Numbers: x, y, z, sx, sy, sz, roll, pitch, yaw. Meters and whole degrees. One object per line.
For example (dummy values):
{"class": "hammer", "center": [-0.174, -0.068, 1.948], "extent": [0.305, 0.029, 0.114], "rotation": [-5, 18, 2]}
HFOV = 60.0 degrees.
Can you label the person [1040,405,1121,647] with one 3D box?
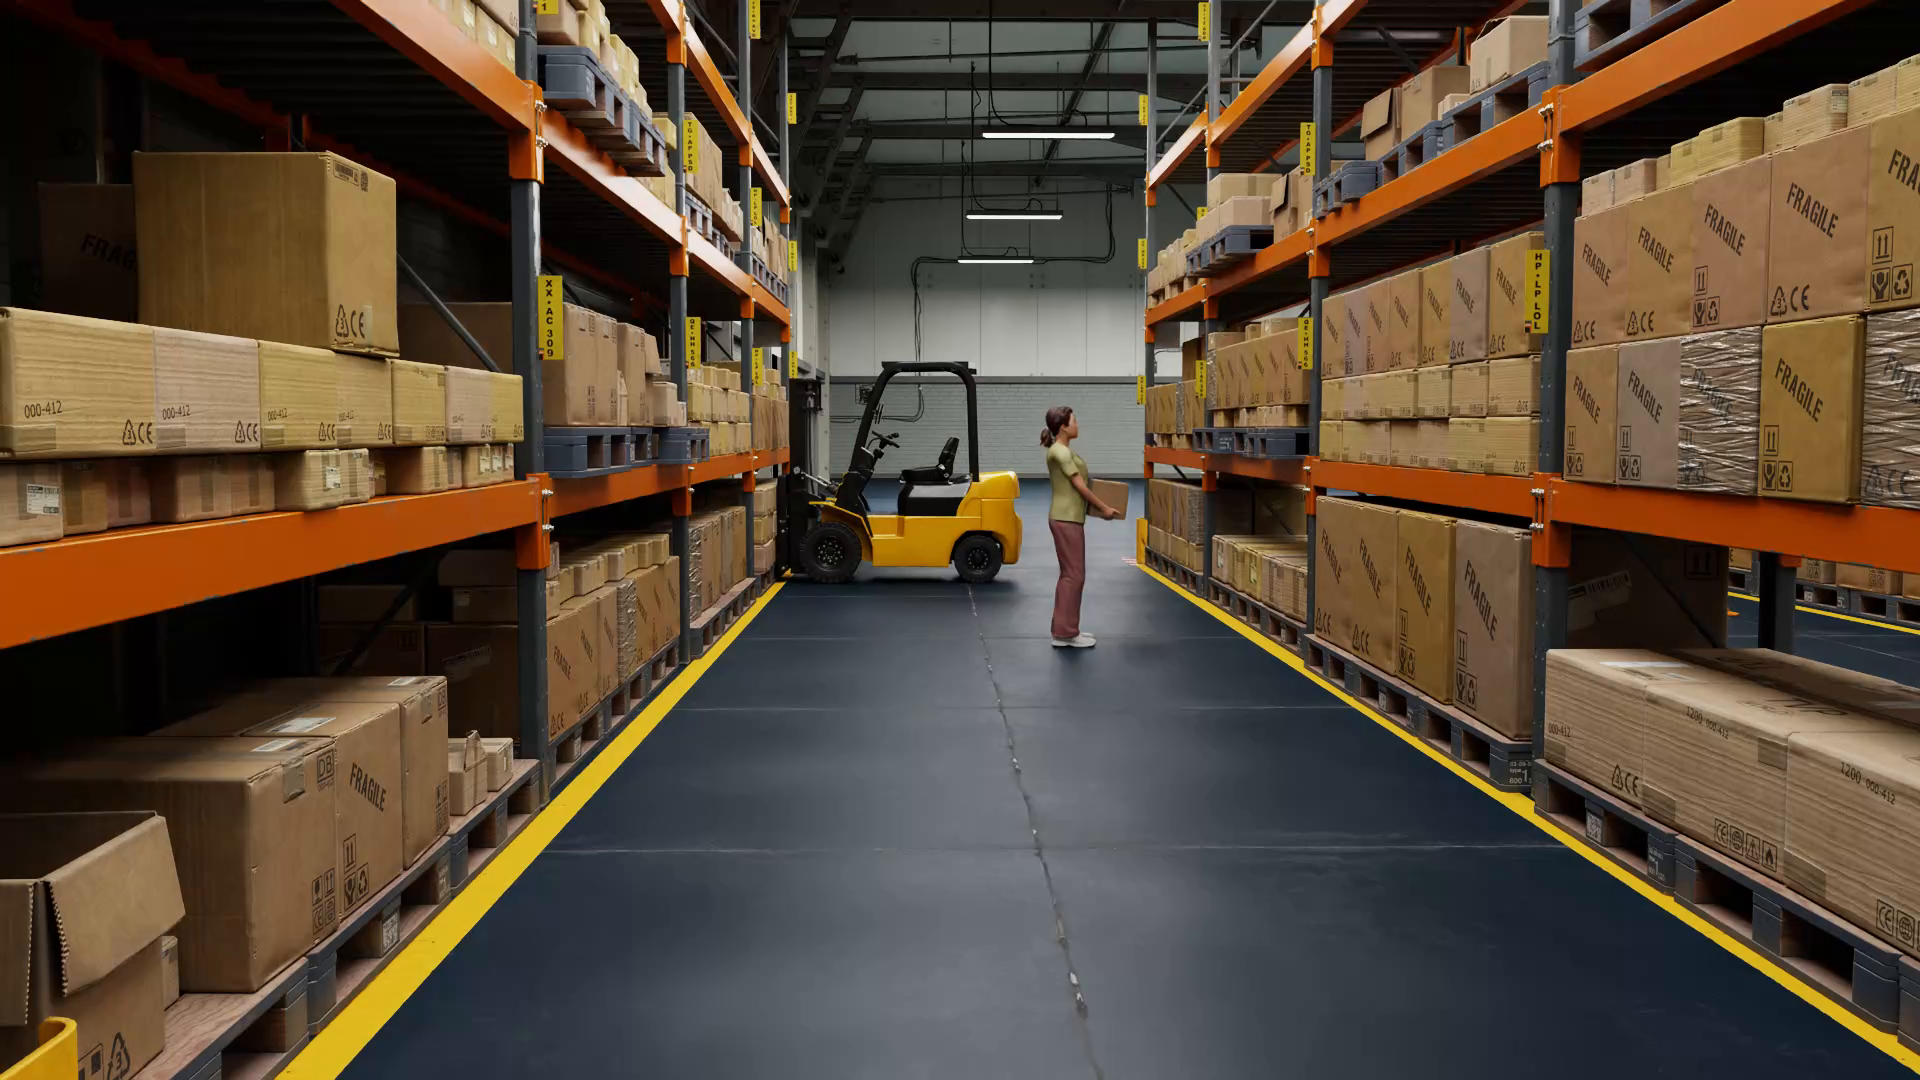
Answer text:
{"class": "person", "center": [0.824, -0.100, 11.540], "extent": [0.556, 1.665, 0.425], "rotation": [0, 4, 0]}
